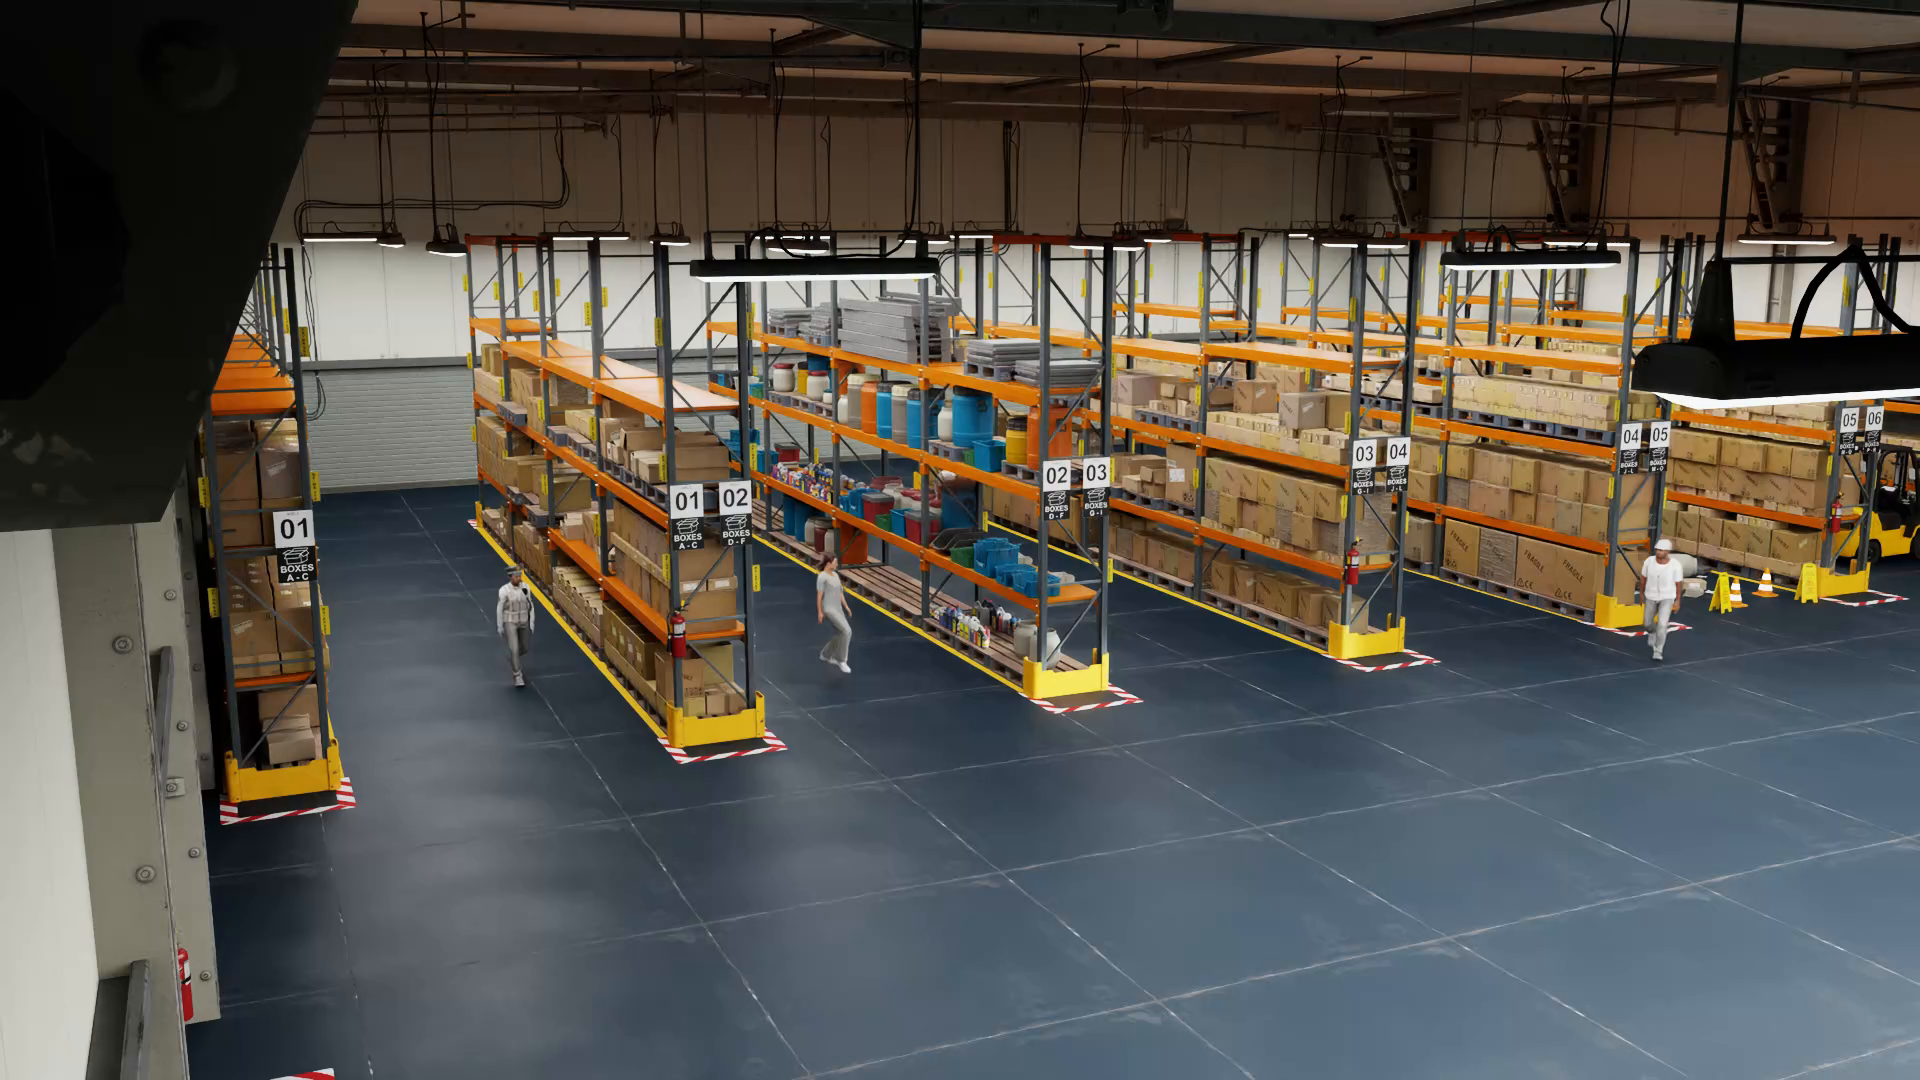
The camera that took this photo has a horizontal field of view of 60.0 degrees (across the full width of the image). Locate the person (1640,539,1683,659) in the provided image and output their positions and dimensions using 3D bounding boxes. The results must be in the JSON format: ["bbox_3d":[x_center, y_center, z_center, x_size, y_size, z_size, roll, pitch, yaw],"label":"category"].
[{"bbox_3d":[10.200,0.829,24.214,0.573,1.746,0.785,6,12,27],"label":"person"}]

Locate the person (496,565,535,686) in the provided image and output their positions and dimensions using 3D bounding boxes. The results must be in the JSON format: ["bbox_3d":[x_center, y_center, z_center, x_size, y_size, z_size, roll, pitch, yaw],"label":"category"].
[{"bbox_3d":[-6.131,1.133,22.965,0.516,1.633,0.892,-9,14,-38],"label":"person"}]

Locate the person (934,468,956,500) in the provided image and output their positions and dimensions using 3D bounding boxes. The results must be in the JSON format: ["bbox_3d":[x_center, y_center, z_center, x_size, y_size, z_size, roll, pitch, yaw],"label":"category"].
[{"bbox_3d":[-0.276,-0.736,32.234,0.463,1.786,0.609,8,13,35],"label":"person"}]

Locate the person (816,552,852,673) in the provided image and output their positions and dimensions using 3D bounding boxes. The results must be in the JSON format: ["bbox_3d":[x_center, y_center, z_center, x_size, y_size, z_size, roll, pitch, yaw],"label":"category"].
[{"bbox_3d":[-1.694,0.966,22.771,0.591,1.613,0.466,5,12,24],"label":"person"}]
